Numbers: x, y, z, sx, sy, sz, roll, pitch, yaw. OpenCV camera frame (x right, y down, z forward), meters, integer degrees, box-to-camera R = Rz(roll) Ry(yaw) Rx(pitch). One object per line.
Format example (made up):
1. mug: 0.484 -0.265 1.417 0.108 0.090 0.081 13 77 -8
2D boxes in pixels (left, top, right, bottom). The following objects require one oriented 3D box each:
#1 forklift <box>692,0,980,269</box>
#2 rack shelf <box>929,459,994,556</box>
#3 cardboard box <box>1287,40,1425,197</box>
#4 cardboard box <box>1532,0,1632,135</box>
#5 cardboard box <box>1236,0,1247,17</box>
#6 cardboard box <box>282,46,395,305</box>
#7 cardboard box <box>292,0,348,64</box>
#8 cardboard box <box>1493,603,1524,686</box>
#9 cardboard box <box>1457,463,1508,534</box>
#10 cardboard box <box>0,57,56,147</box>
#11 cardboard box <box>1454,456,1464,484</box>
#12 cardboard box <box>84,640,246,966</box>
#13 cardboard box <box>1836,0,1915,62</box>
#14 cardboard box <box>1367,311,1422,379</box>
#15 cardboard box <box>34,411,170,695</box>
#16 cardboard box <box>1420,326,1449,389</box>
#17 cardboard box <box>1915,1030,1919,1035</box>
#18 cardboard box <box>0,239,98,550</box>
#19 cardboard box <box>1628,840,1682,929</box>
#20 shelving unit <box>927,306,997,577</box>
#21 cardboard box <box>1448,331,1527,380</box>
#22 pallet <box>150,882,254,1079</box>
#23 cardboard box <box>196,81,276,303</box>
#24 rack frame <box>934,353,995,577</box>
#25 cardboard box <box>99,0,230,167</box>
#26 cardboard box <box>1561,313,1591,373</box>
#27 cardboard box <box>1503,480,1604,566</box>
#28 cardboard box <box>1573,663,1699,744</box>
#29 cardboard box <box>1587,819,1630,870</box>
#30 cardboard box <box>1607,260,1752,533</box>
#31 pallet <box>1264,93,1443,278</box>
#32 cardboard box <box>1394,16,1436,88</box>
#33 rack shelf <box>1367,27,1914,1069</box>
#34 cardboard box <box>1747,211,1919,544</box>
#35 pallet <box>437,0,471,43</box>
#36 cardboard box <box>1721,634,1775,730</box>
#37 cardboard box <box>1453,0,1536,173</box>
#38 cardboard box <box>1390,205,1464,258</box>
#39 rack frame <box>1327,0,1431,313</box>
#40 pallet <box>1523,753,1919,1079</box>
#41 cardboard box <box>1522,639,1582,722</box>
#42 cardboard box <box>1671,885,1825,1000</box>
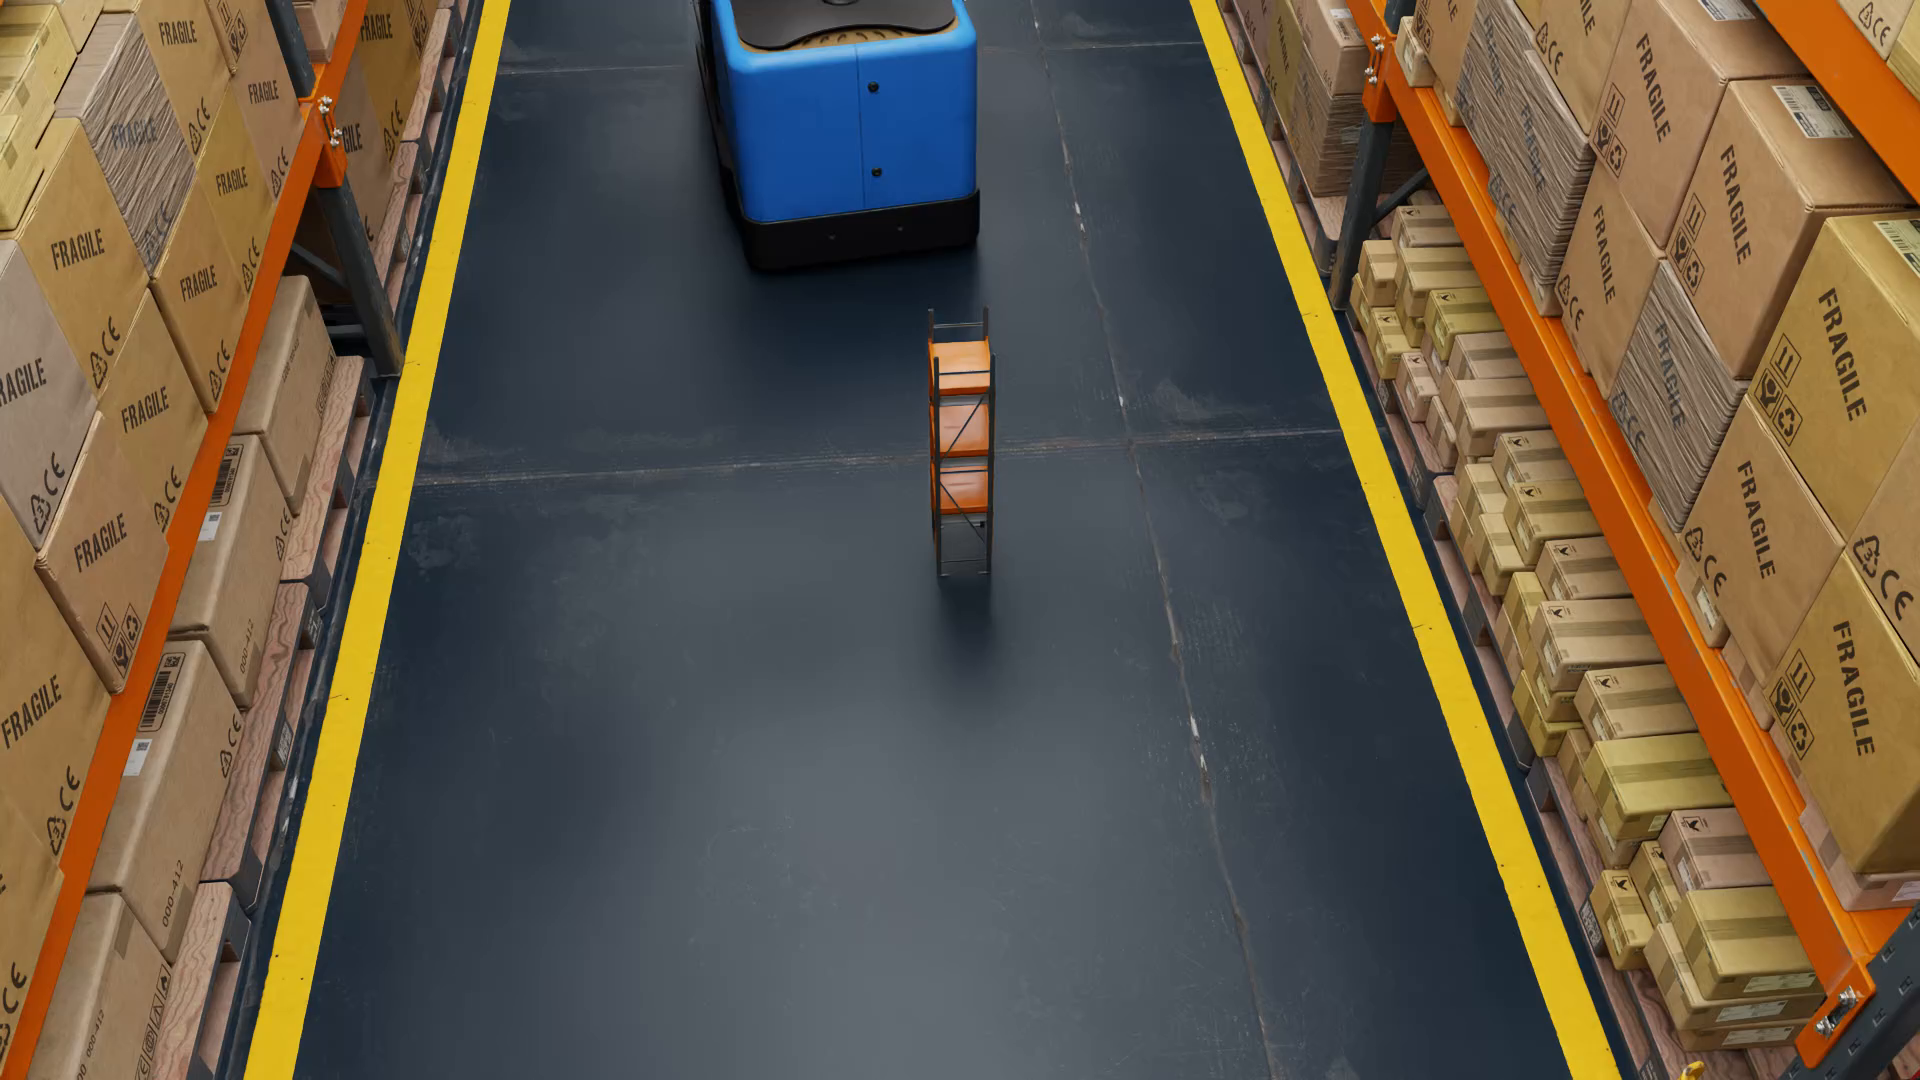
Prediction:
1. forklift: -0.726 -3.282 7.339 1.130 2.935 3.031 -9 47 -8
2. rack shelf: 0.004 -0.124 6.042 0.215 0.259 0.240 -3 47 -3
3. cardboard box: 1.794 -1.894 7.410 0.500 0.500 0.500 -4 47 -4
4. cardboard box: 1.972 -1.487 4.630 0.500 0.500 0.500 -3 47 -3
5. cardboard box: 1.671 -3.006 8.463 0.500 0.500 0.500 -5 47 -4
6. cardboard box: -2.949 -1.572 6.847 0.875 0.875 0.875 -2 47 -2
7. cardboard box: -2.591 -1.997 6.179 0.500 0.250 0.500 -4 47 -4
8. cardboard box: 2.011 0.339 5.537 0.380 0.149 0.250 -3 47 -3
9. cardboard box: 1.963 -0.139 5.785 0.380 0.149 0.250 -4 47 -4
10. cardboard box: -2.395 -1.007 3.933 0.380 0.149 0.250 -3 47 -3
11. cardboard box: 2.041 -0.227 6.074 0.380 0.149 0.250 -5 47 -5
12. cardboard box: -2.722 0.783 4.918 0.875 0.438 0.875 -2 47 -2
13. cardboard box: 2.062 -1.216 3.373 0.500 0.250 0.500 -2 47 -2
14. cardboard box: 1.840 -0.777 6.594 0.380 0.149 0.250 -2 47 -2
15. cardboard box: -2.331 0.047 4.071 0.500 0.500 0.500 -4 47 -4
16. cardboard box: 1.986 -0.722 6.337 0.380 0.149 0.250 -4 47 -4
17. cardboard box: 2.717 1.243 4.681 0.380 0.149 0.250 -3 47 -2
18. cardboard box: -2.340 -0.309 3.719 0.500 0.500 0.500 -4 47 -4
19. cardboard box: 2.145 0.982 4.723 0.380 0.149 0.250 -4 47 -4
20. shelving unit: 0.004 -0.322 5.832 0.215 1.050 0.252 -3 47 -3
21. cardboard box: 2.008 -0.625 6.041 0.380 0.149 0.250 -5 47 -4
22. pallet: -2.627 1.565 4.623 1.003 0.211 1.213 -3 47 -3
23. cardboard box: -2.475 -1.057 5.116 0.500 0.500 0.500 -5 47 -4
24. rack frame: 0.015 -0.234 5.749 0.200 1.050 0.008 -3 47 -3
25. cardboard box: -2.468 -1.401 4.753 0.500 0.500 0.500 -4 47 -4
26. cardboard box: 2.032 -0.636 4.960 0.380 0.149 0.250 -2 47 -2
27. cardboard box: 2.035 -0.063 5.508 0.380 0.149 0.250 -3 47 -3
28. cardboard box: 2.075 0.513 4.963 0.380 0.149 0.250 -5 47 -5
29. cardboard box: 2.131 0.897 5.009 0.380 0.149 0.250 -4 47 -3
30. cardboard box: 2.058 -0.380 4.270 0.500 0.500 0.500 -3 47 -3
31. pallet: 2.041 -1.693 7.708 1.003 0.211 1.213 -3 47 -3
32. cardboard box: 1.805 -1.777 6.040 0.380 0.149 0.250 -2 47 -2
33. rack shelf: 2.275 -0.394 5.053 1.077 0.370 4.000 -3 47 -3
34. cardboard box: 2.113 -0.358 3.560 0.500 0.500 0.500 -5 47 -5
35. pallet: -3.161 -3.075 9.017 1.003 0.211 1.213 -3 47 -3
36. cardboard box: 2.114 0.310 4.063 0.380 0.149 0.250 -4 47 -4
37. cardboard box: 1.946 -1.494 5.325 0.500 0.500 0.500 -3 47 -3
38. cardboard box: 1.930 -1.195 6.581 0.380 0.149 0.250 -2 47 -2
39. rack frame: 2.107 -2.089 6.162 1.000 3.000 0.127 -3 47 -3
40. pallet: 2.403 1.119 5.044 1.003 0.211 1.213 -3 47 -3
41. cardboard box: 2.012 0.425 5.251 0.380 0.149 0.250 -3 47 -3
42. cardboard box: 2.145 1.069 4.436 0.380 0.149 0.250 -3 47 -3
